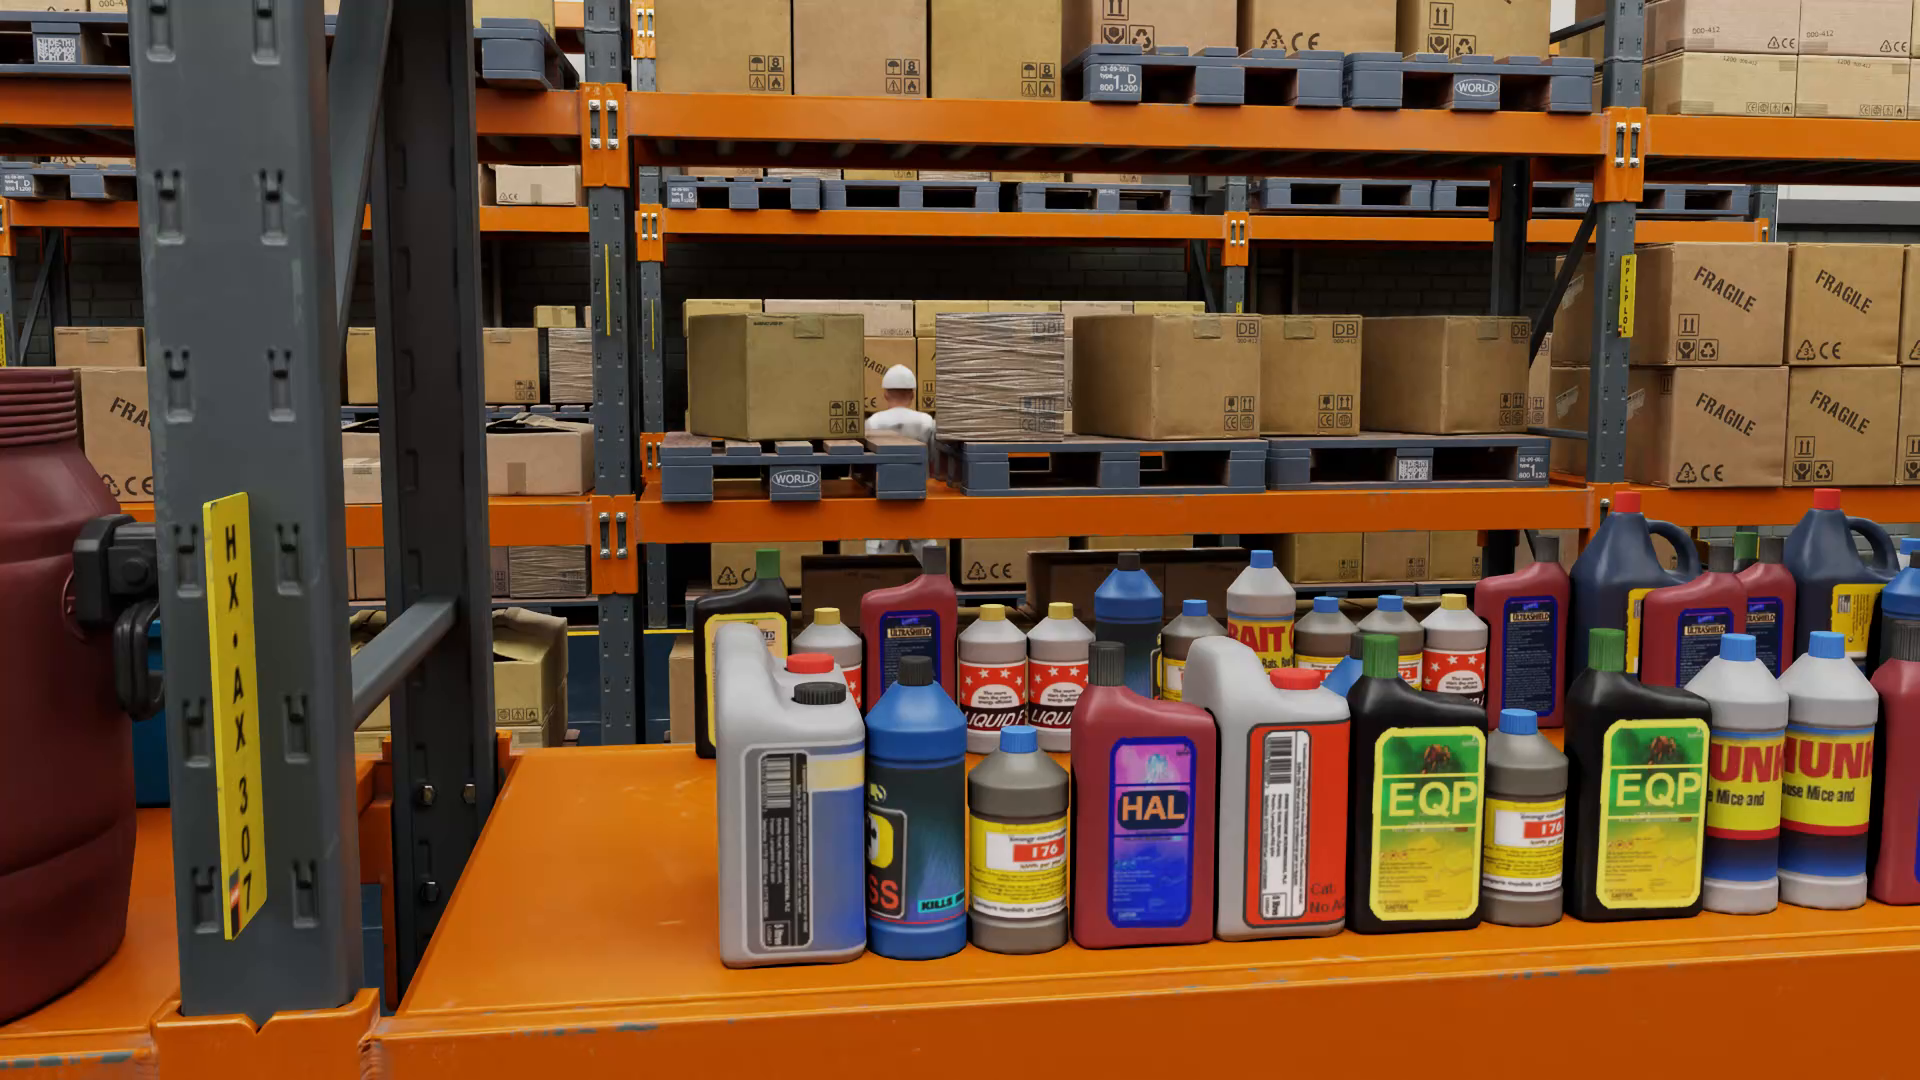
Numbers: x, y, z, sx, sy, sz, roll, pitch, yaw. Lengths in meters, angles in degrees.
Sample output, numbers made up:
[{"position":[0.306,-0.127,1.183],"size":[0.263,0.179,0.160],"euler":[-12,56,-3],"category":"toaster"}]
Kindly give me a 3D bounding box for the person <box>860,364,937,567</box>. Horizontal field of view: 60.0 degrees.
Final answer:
[{"position":[-0.366,-0.144,9.870],"size":[0.536,1.790,0.337],"euler":[-1,6,-7],"category":"person"}]
